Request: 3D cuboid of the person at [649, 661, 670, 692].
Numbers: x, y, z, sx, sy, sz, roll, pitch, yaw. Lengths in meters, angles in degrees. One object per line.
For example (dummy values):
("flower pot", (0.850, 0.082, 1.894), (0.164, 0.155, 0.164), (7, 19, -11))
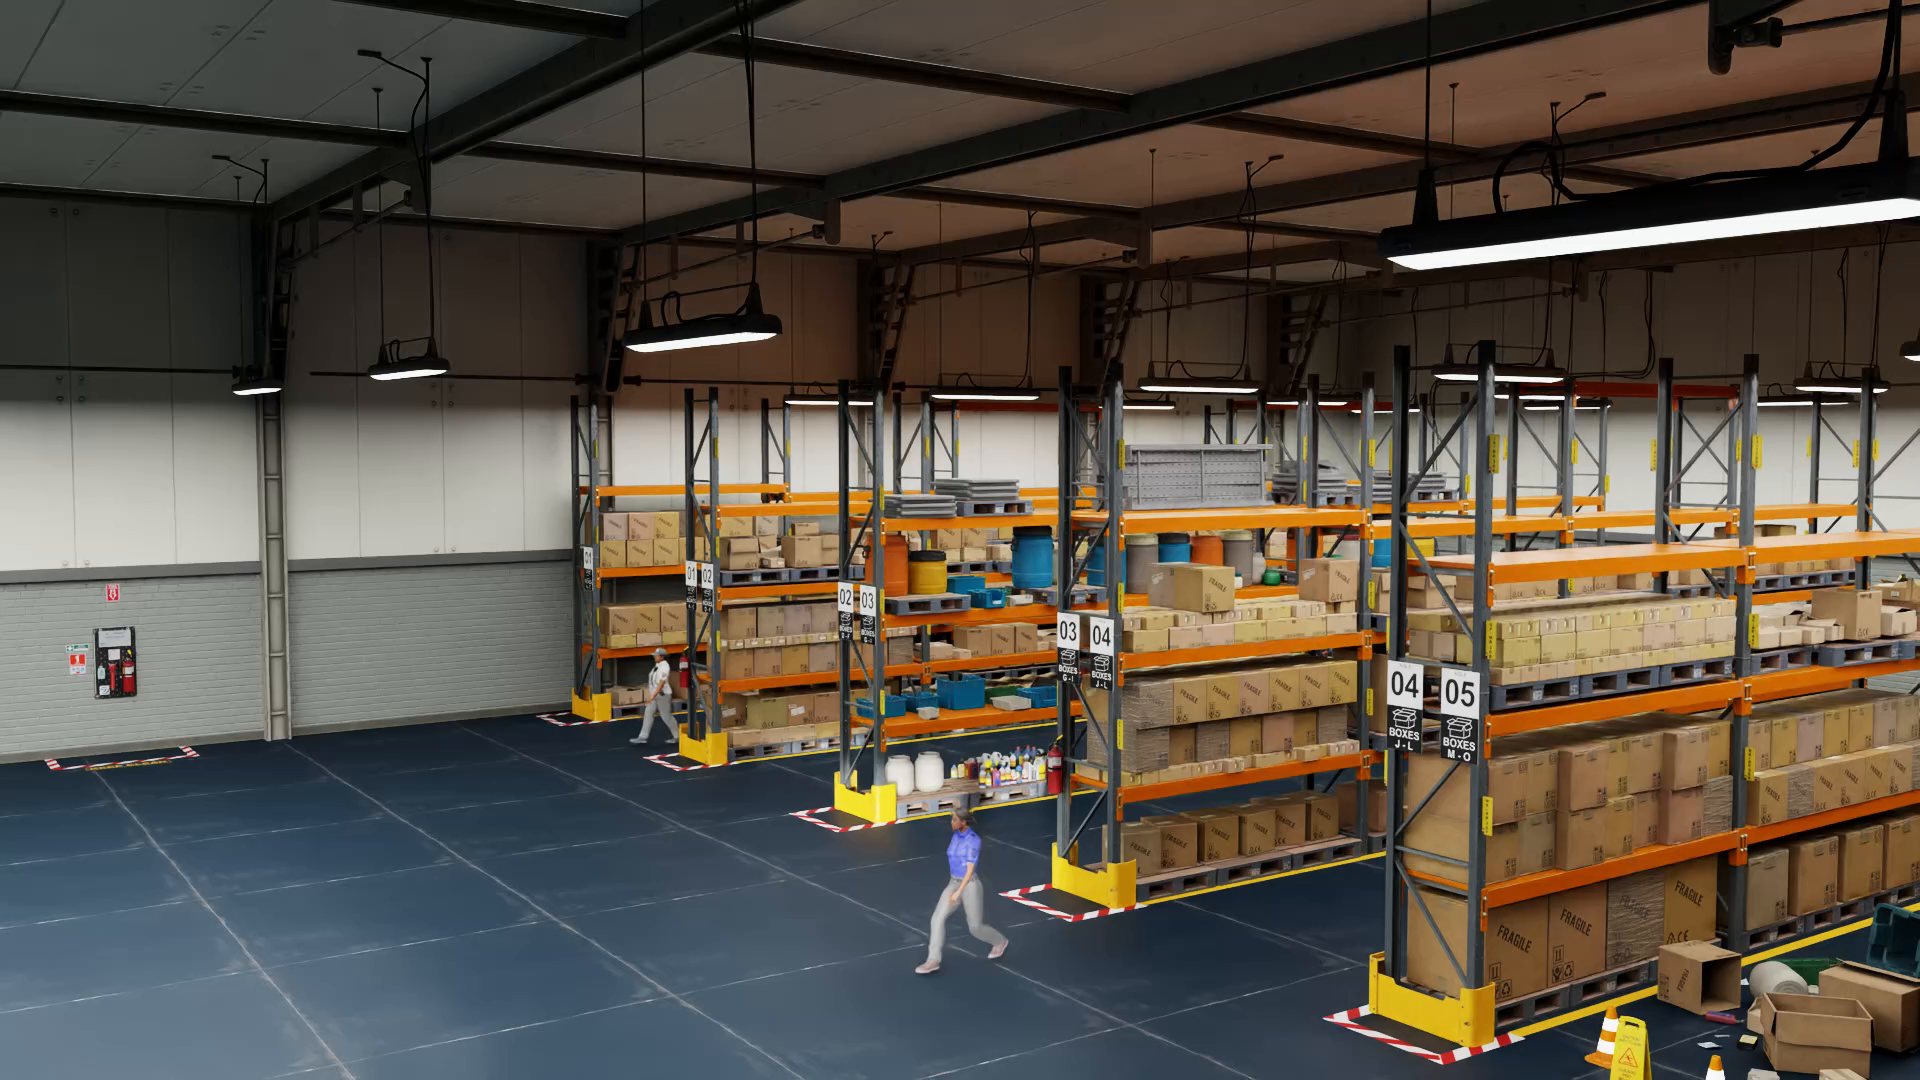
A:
("person", (-5.089, 2.327, 28.153), (0.347, 0.564, 0.486), (-1, 4, -23))
